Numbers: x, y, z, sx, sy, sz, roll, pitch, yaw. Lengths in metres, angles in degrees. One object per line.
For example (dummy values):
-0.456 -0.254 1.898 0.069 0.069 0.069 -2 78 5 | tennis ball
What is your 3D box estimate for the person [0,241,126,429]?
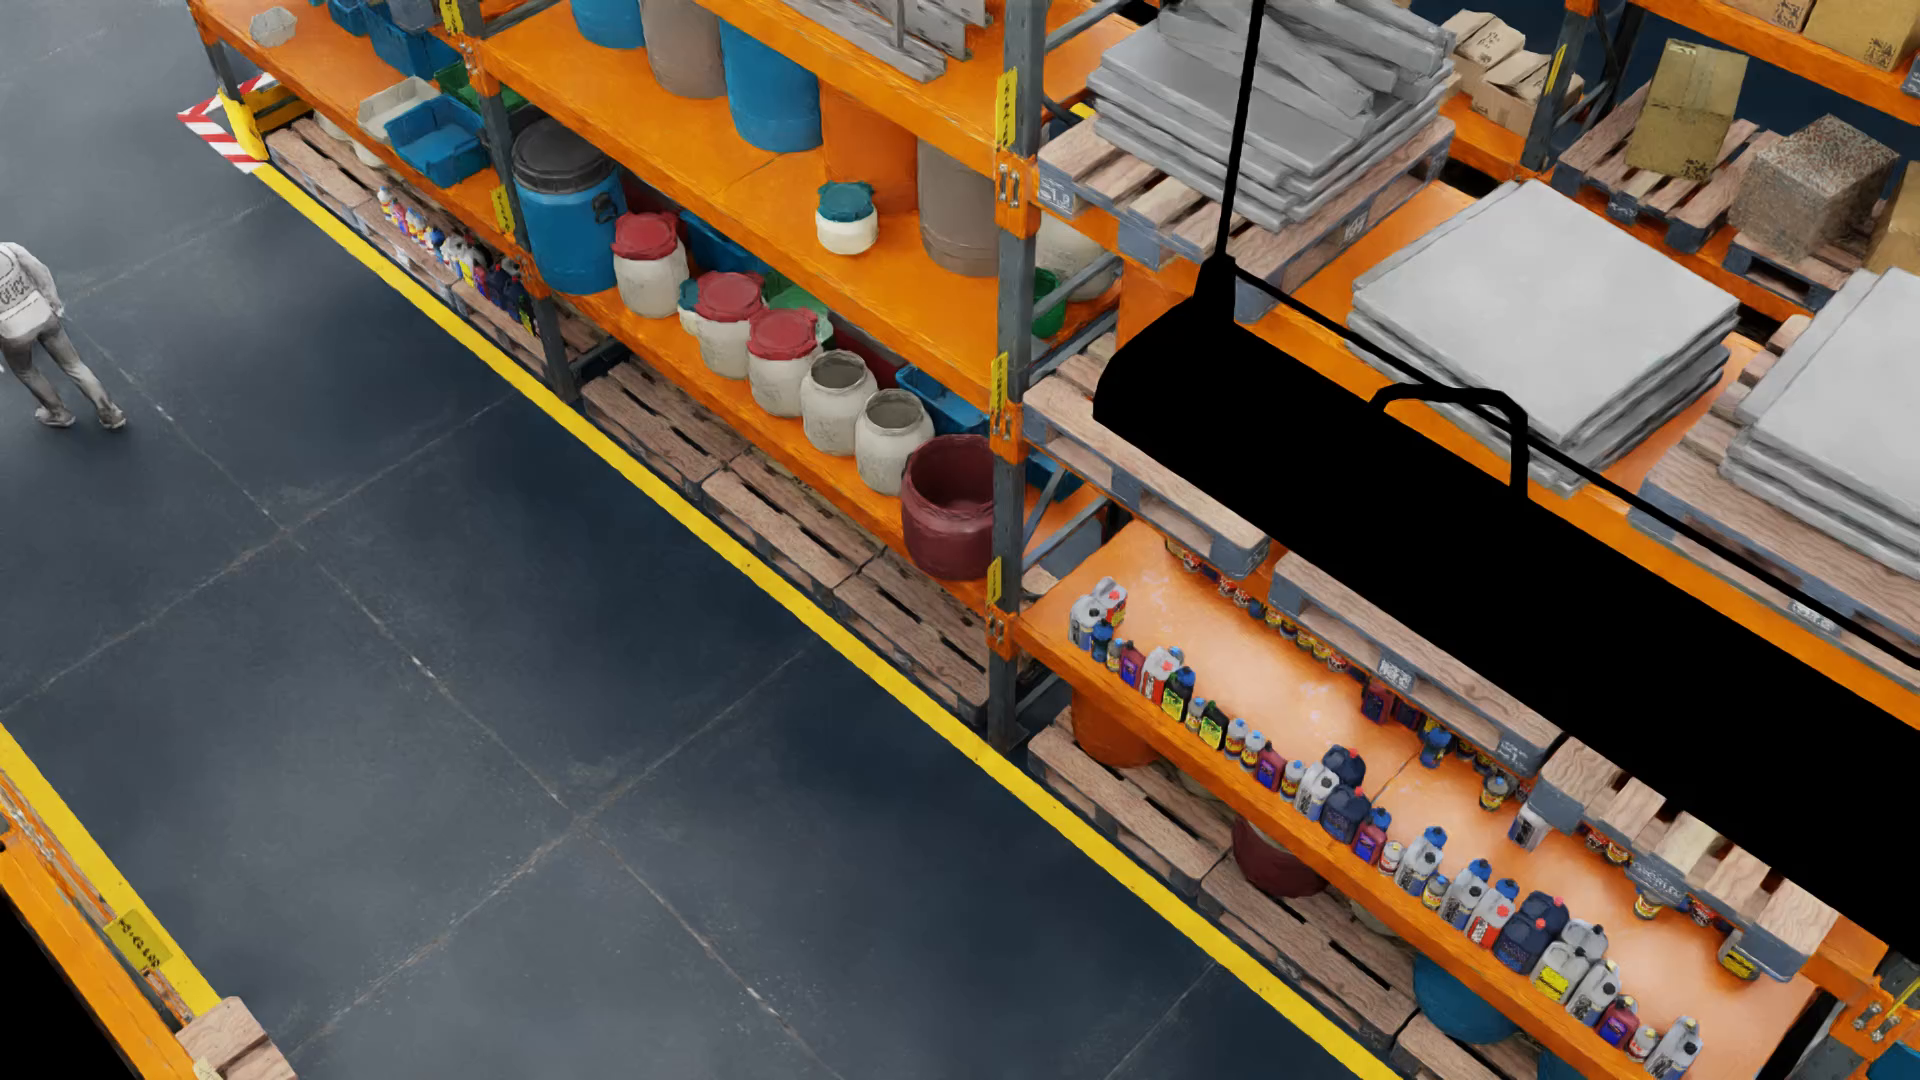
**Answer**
-5.804 -1.305 10.416 0.659 1.645 0.618 29 56 22 | person
